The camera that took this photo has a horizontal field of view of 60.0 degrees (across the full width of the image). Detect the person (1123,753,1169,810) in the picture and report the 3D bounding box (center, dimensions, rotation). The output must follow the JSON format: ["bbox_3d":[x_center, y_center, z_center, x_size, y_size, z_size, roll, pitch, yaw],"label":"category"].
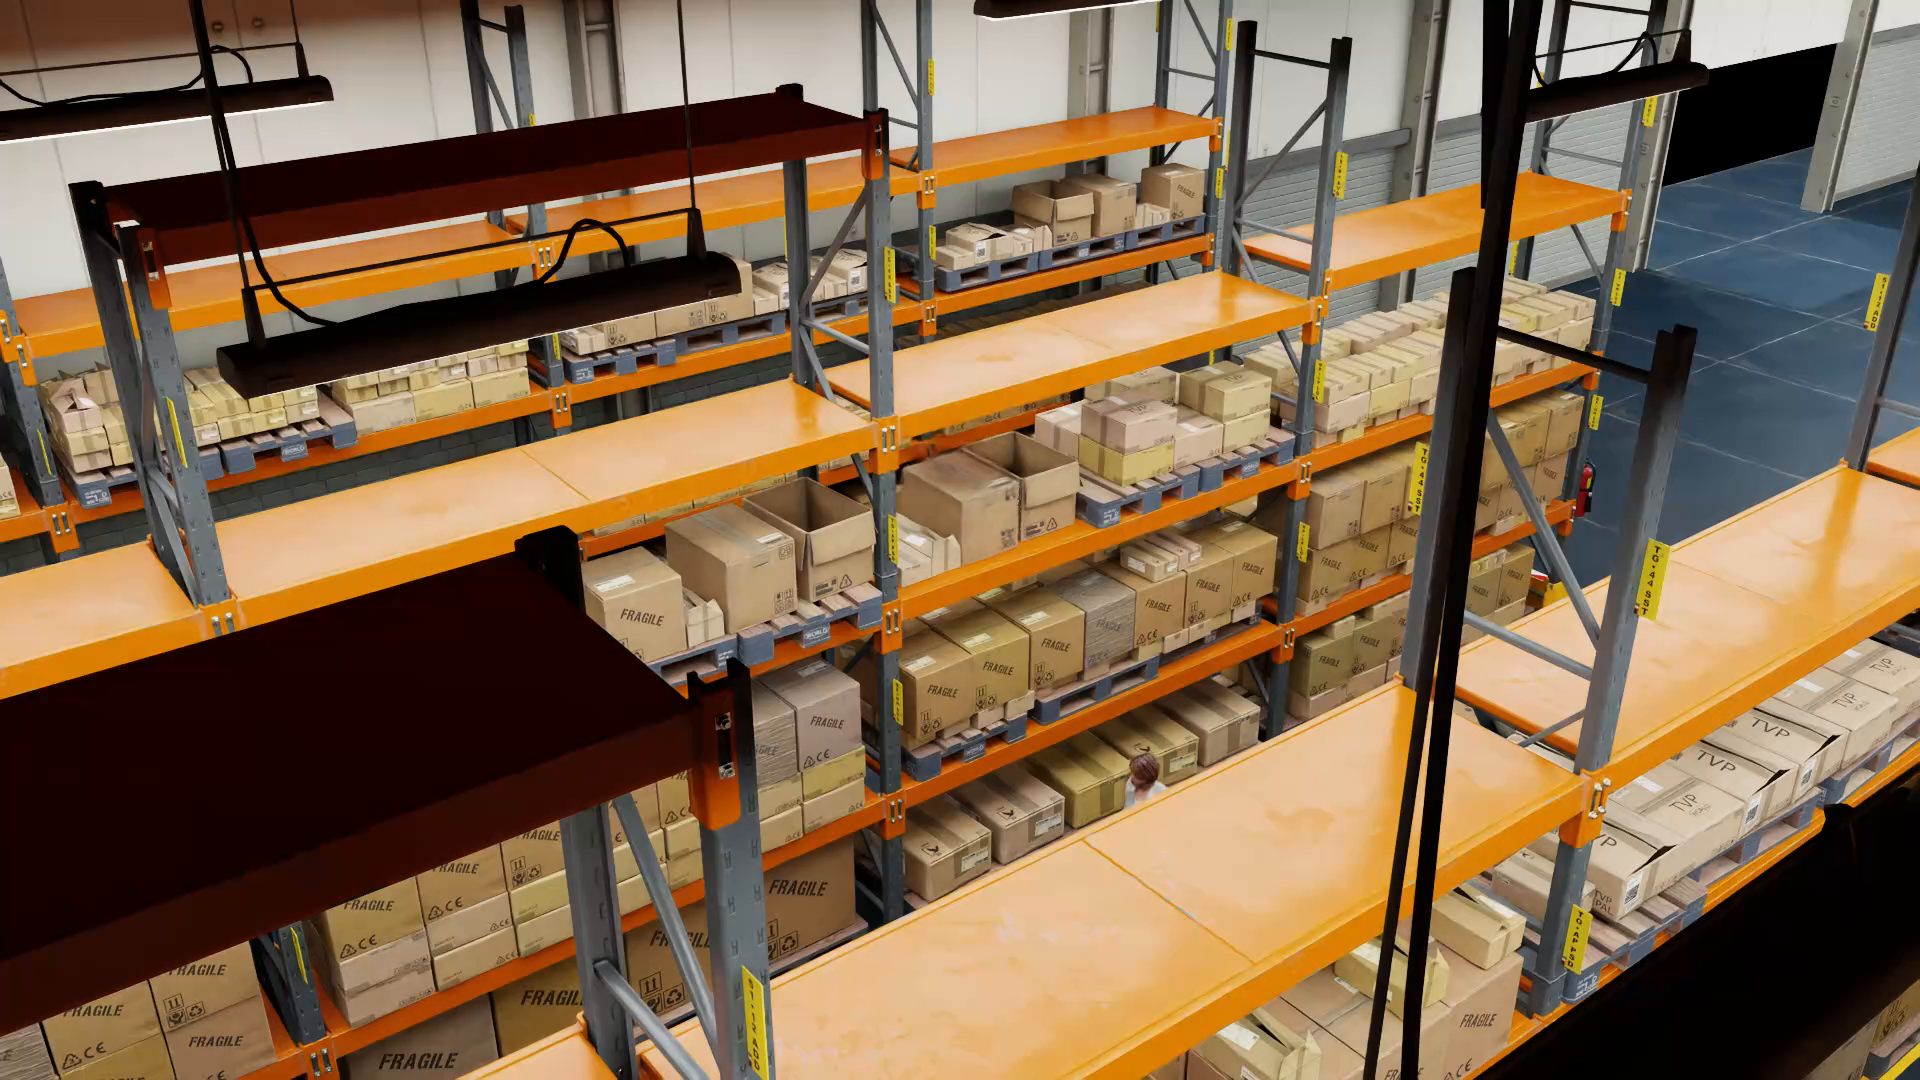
[{"bbox_3d":[1.336,2.215,11.767,0.367,1.590,0.484,-22,34,-38],"label":"person"}]
